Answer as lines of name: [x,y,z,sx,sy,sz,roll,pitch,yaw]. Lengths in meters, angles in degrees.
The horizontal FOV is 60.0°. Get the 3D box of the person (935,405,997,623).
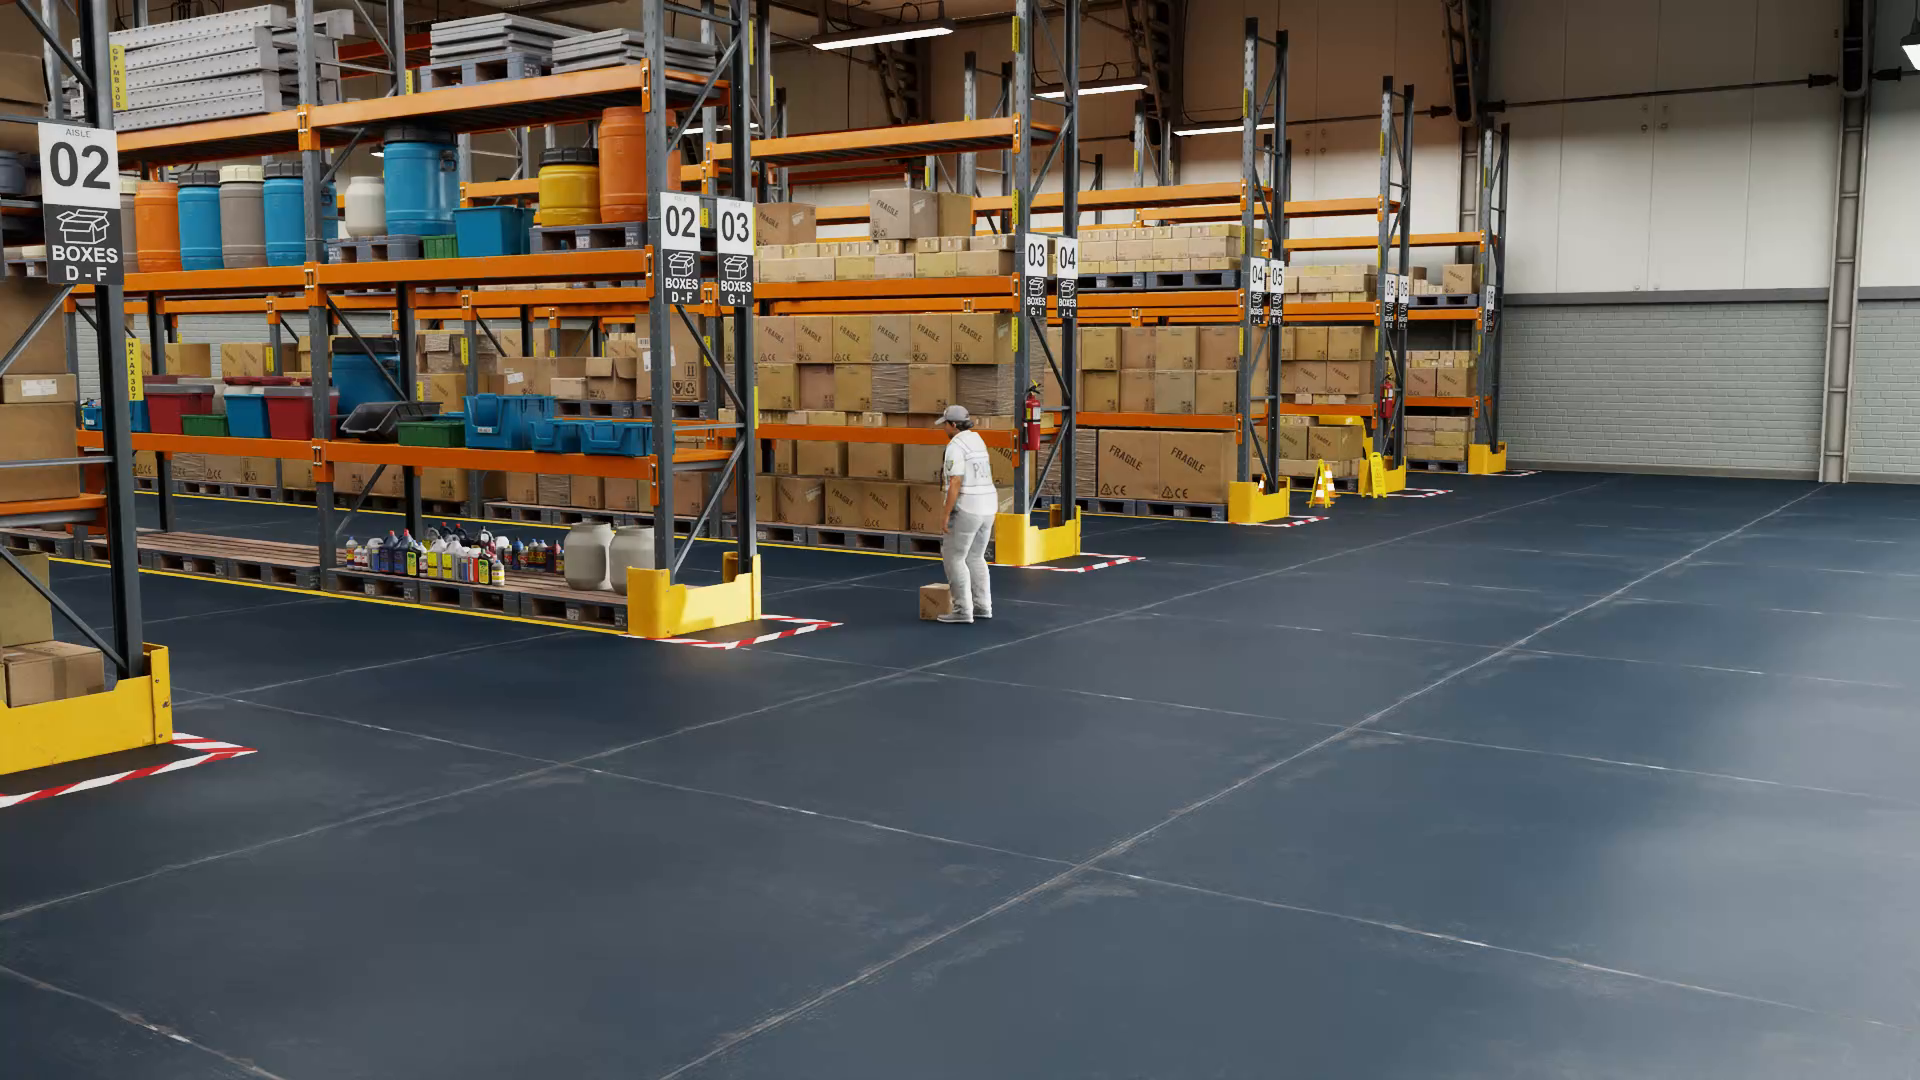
person: [0.035,-0.205,12.794,0.467,1.667,0.559,4,8,31]
